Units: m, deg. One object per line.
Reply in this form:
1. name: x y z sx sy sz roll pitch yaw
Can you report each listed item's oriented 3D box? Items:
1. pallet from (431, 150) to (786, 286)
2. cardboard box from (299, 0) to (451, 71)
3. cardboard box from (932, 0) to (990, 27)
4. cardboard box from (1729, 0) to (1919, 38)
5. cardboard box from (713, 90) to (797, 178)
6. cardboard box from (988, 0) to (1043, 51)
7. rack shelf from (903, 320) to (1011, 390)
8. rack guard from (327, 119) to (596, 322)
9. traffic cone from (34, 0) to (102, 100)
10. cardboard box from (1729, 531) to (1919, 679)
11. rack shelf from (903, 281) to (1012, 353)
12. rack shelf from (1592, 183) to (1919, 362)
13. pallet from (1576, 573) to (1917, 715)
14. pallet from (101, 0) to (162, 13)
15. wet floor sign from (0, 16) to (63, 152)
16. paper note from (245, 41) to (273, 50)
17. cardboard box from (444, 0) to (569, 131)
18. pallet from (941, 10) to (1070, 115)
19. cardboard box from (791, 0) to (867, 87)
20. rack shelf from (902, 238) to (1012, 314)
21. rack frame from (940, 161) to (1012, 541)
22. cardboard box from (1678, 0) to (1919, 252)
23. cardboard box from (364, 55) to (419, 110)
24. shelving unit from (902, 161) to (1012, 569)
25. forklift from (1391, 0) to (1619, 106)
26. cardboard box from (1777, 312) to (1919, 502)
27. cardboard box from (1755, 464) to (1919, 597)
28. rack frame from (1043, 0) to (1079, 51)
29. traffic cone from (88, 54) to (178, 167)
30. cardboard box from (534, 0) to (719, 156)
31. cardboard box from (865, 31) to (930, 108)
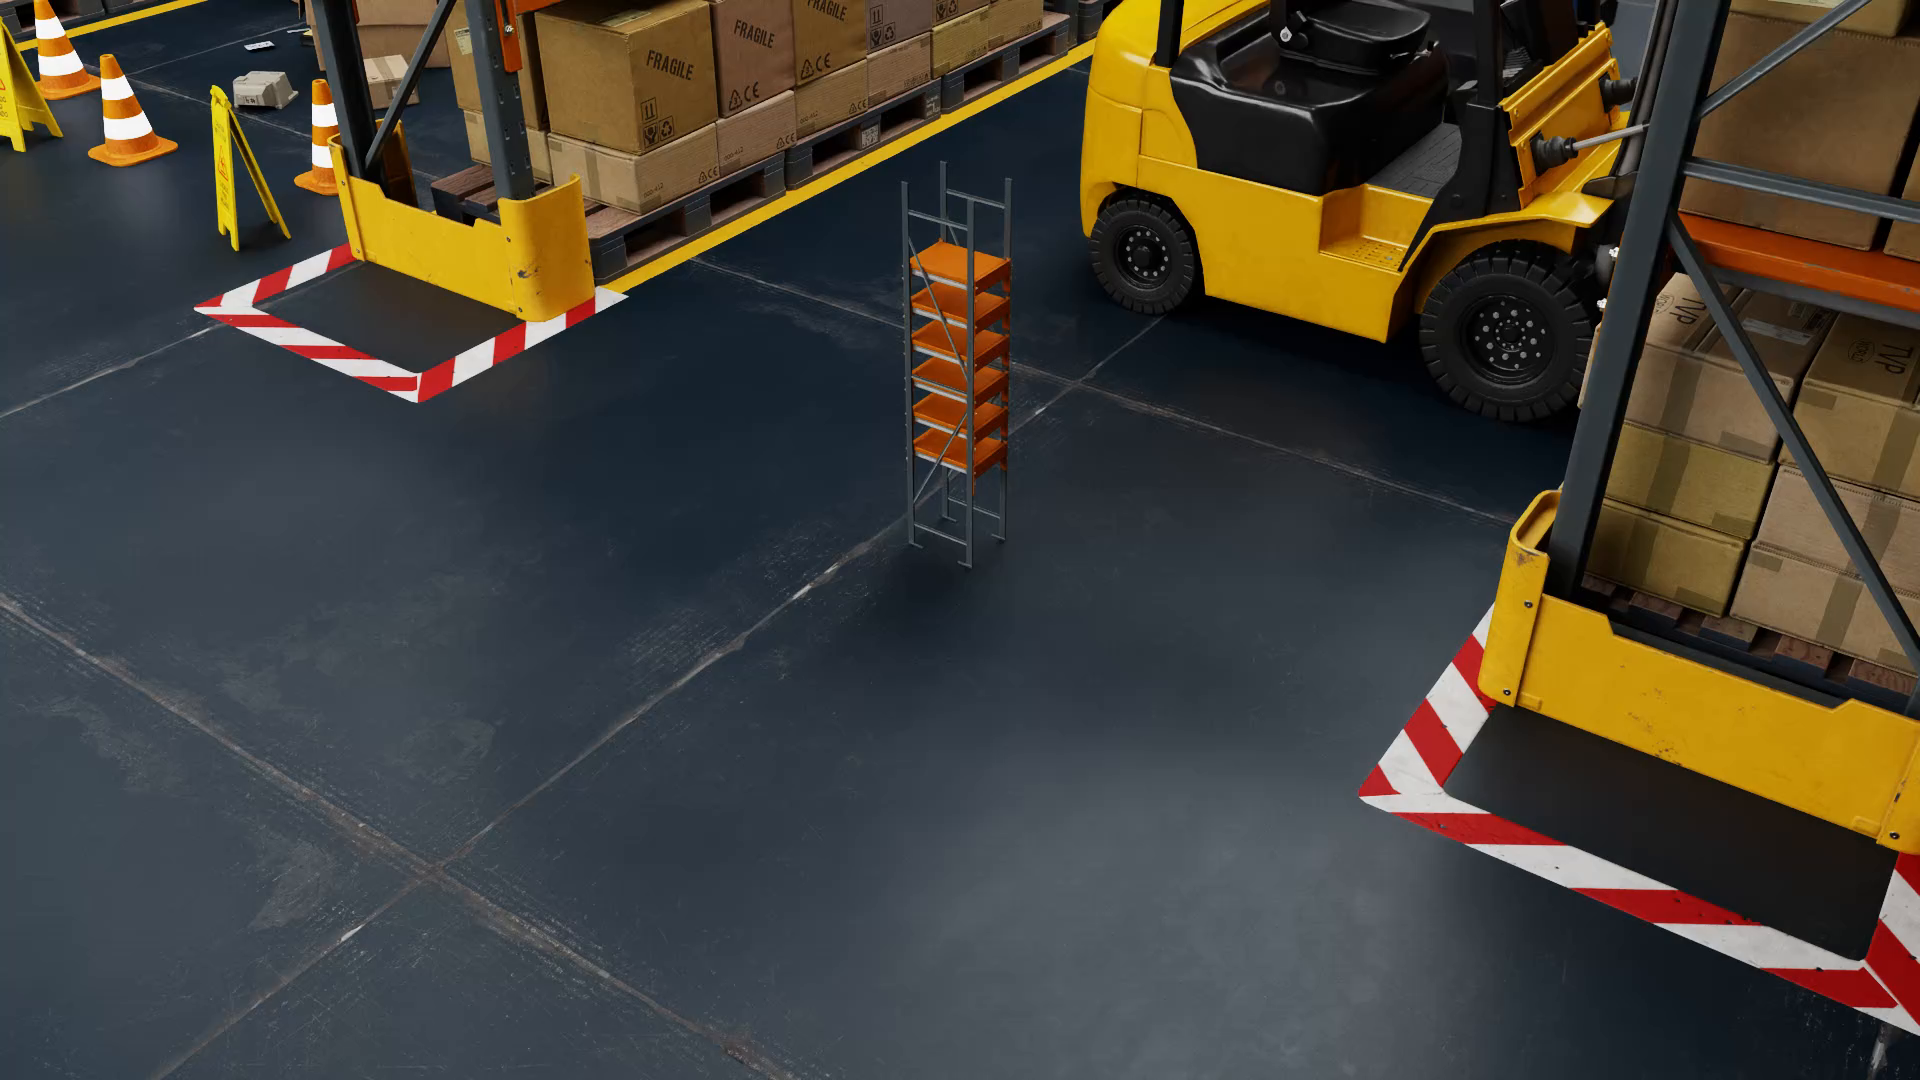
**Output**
1. pallet: -1.531 -1.553 7.358 1.003 0.211 1.213 21 39 28
2. cardboard box: -3.145 -2.894 9.080 0.797 0.503 0.637 -3 34 -4
3. cardboard box: -0.191 -2.904 8.277 0.500 0.500 0.500 22 40 29
4. cardboard box: 1.981 -1.286 3.806 0.380 0.149 0.250 22 40 29
5. cardboard box: -1.082 -1.861 7.404 0.500 0.250 0.500 23 40 30
6. cardboard box: 0.098 -2.829 8.835 0.500 0.250 0.500 23 40 30
7. rack shelf: -0.008 -0.553 4.862 0.258 0.103 0.180 21 39 28
8. rack guard: -2.023 -1.310 6.741 1.175 0.500 0.348 21 39 28
9. traffic cone: -4.722 -2.585 8.660 0.336 0.463 0.334 21 39 28
10. cardboard box: 2.454 0.075 4.542 0.500 0.250 0.500 21 40 28
11. rack shelf: -0.008 -0.652 4.794 0.258 0.103 0.180 21 39 28
12. rack shelf: 3.153 -1.349 5.210 1.077 0.370 4.000 21 39 28
13. pallet: 2.415 0.063 4.969 1.003 0.211 1.213 21 39 28
14. pallet: -5.103 -3.642 10.447 1.003 0.211 1.213 21 39 28
15. wet floor sign: -4.581 -2.224 7.963 0.267 0.644 0.232 14 37 20
16. paper note: -3.926 -2.775 9.327 0.142 0.017 0.144 -22 40 -29
17. cardboard box: -1.824 -2.108 7.100 0.500 0.500 0.500 22 40 28
18. pallet: -0.140 -2.676 9.019 1.003 0.211 1.213 21 39 28
19. cardboard box: -0.779 -2.421 7.562 0.500 0.500 0.500 22 40 29
20. rack shelf: -0.008 -0.752 4.727 0.258 0.103 0.180 21 39 28
21. rack frame: 0.044 -0.532 4.966 0.240 1.200 0.006 21 39 28
22. cardboard box: 2.078 -1.079 4.078 0.500 0.500 0.500 20 39 27
23. cardboard box: -2.979 -2.378 8.633 0.250 0.149 0.380 -15 37 -21
24. shelving unit: -0.008 -0.490 4.904 0.258 1.200 0.189 21 39 28
25. forklift: 2.474 -3.609 7.970 1.130 2.935 3.031 21 40 28
26. cardboard box: 2.443 -0.337 4.257 0.500 0.250 0.500 21 39 28
27. cardboard box: 2.452 -0.119 4.382 0.500 0.250 0.500 22 40 29
28. rack frame: 0.214 -4.152 8.711 1.000 3.000 0.127 21 39 28
29. traffic cone: -3.987 -2.068 7.895 0.336 0.463 0.334 21 39 28
30. cardboard box: -1.367 -1.950 6.867 0.500 0.500 0.500 20 39 27
31. cardboard box: -0.491 -2.348 8.124 0.500 0.250 0.500 22 40 29
